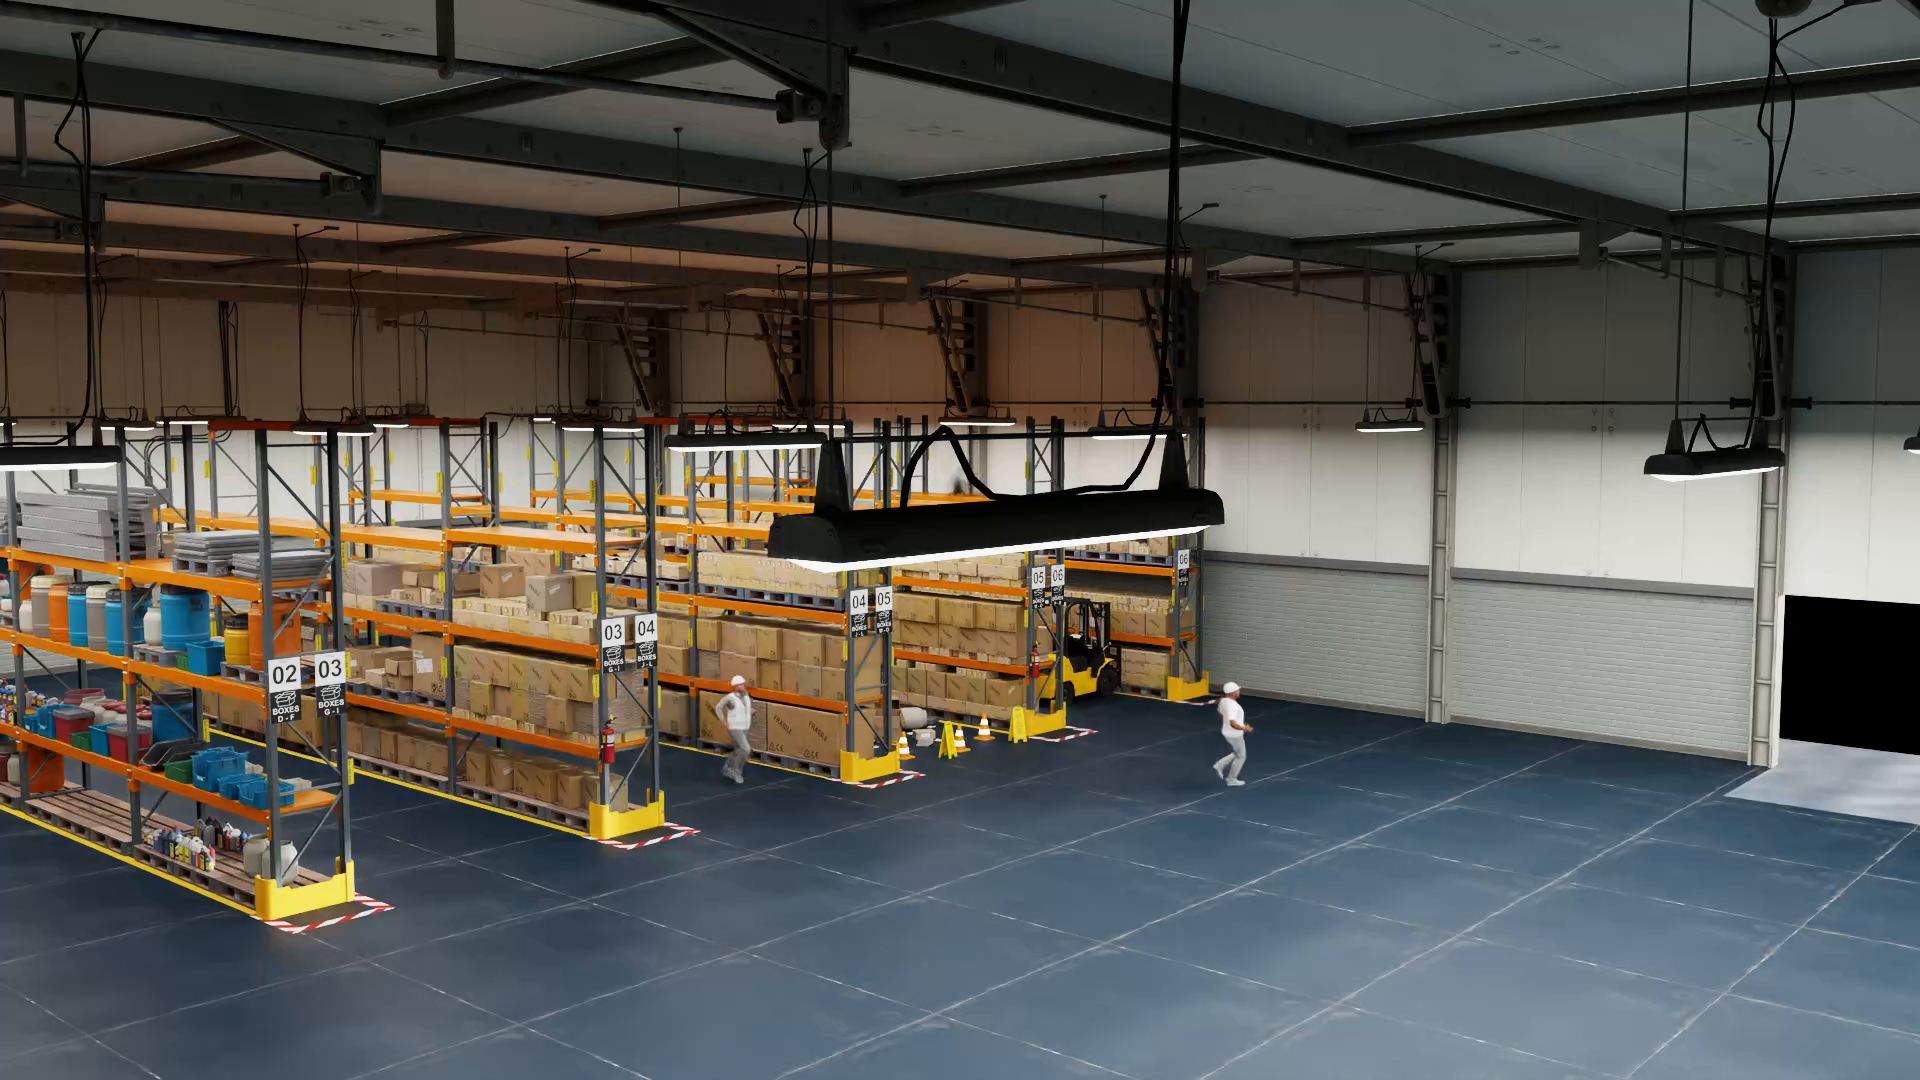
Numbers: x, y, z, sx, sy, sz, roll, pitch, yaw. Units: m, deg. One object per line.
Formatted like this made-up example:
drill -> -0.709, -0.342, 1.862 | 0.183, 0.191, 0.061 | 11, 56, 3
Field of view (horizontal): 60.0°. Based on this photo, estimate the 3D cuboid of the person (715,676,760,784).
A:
person -> -3.677, 3.160, 27.726 | 0.746, 1.813, 0.647 | 2, 5, 27

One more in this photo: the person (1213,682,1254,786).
person -> 4.496, 3.195, 27.394 | 0.603, 1.718, 0.696 | 0, 5, -5
